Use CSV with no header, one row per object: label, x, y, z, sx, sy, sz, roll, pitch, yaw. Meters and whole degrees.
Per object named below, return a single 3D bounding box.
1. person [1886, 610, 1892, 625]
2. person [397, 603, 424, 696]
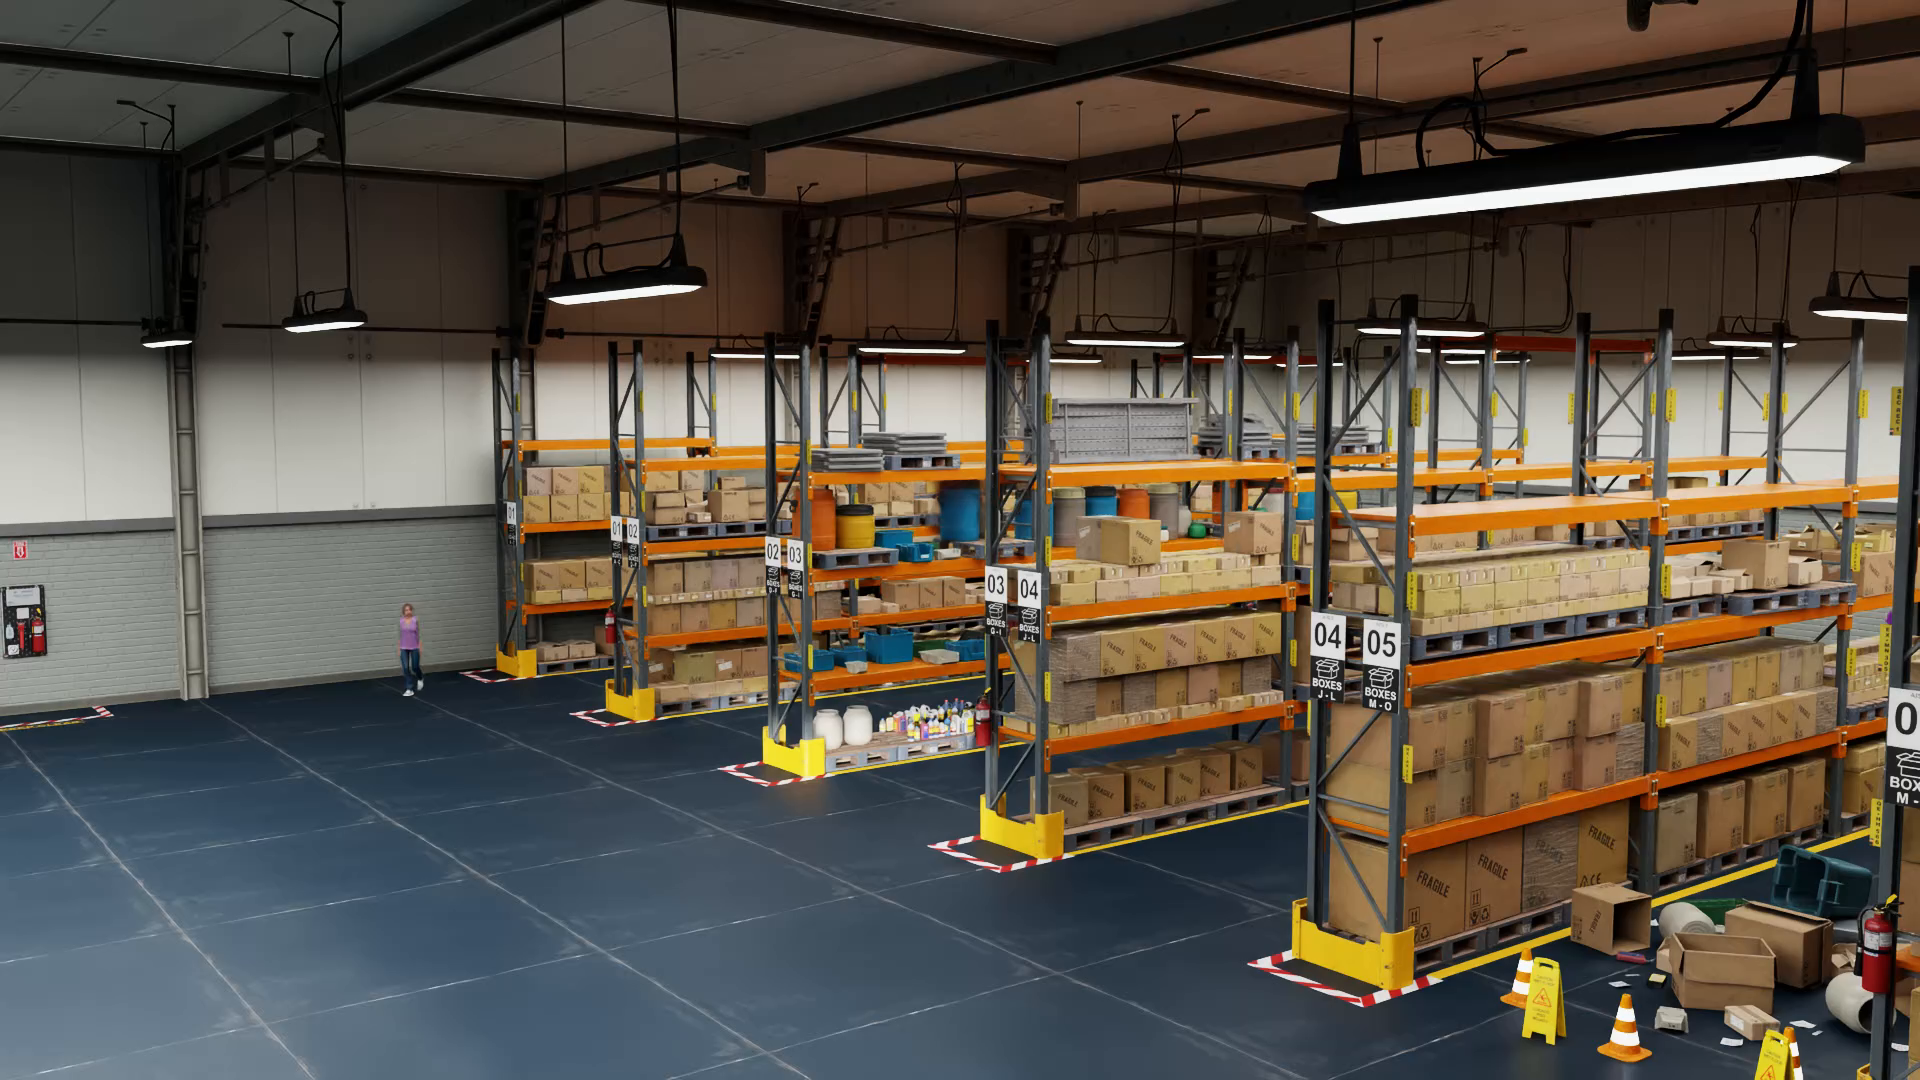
person,16.667,1.769,29.238,0.707,1.662,0.740,-3,6,-29
person,-9.387,1.859,28.431,0.405,1.586,0.510,0,5,2
